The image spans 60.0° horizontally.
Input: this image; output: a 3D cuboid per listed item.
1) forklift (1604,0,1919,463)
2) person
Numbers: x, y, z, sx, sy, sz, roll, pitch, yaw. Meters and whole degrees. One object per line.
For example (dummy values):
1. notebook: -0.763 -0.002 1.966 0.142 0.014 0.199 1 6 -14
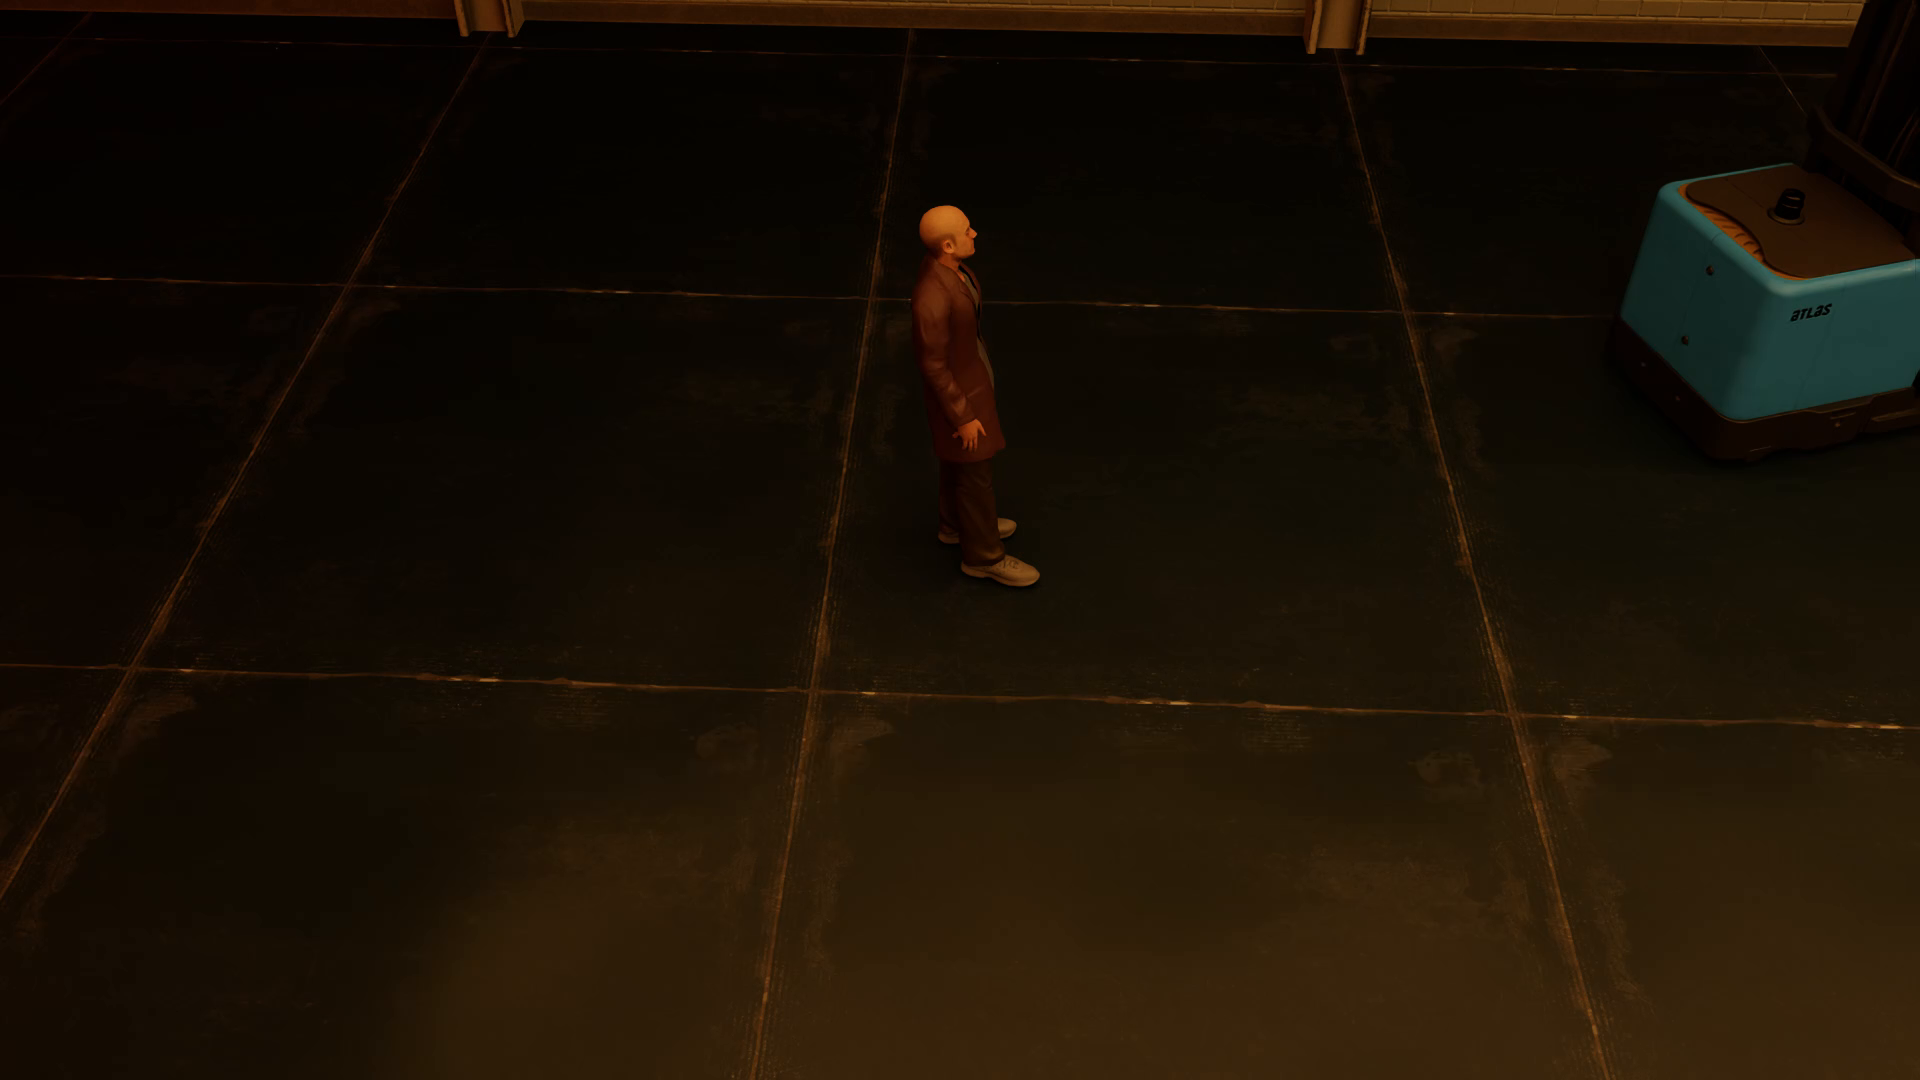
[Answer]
1. forklift: 5.033 -2.036 7.972 3.031 2.935 1.130 -11 44 -12
2. person: 0.090 -0.656 7.305 0.582 1.776 0.696 2 42 2
